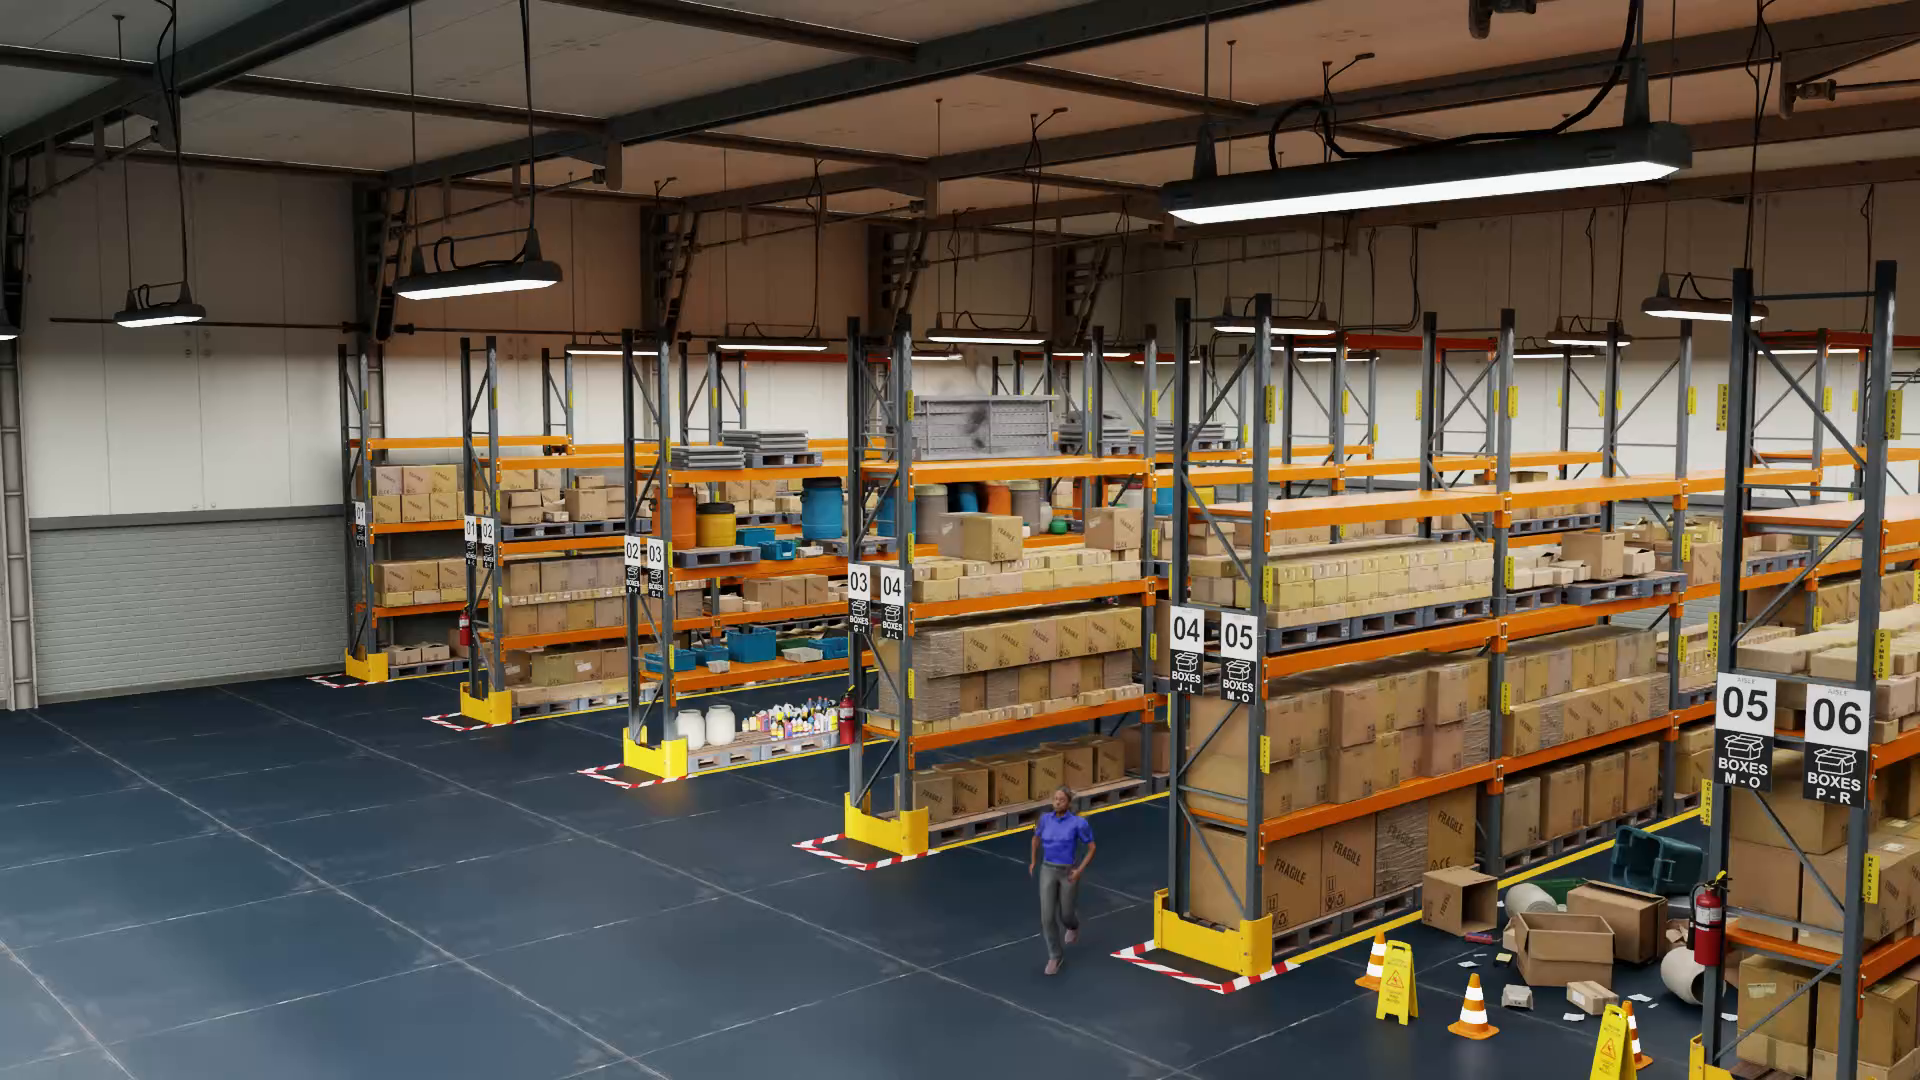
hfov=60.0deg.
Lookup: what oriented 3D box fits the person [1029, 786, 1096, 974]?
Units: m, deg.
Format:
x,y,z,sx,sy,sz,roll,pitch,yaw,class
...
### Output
x,y,z,sx,sy,sz,roll,pitch,yaw,class
0.929,3.033,15.026,0.622,1.650,0.718,2,5,19,person
